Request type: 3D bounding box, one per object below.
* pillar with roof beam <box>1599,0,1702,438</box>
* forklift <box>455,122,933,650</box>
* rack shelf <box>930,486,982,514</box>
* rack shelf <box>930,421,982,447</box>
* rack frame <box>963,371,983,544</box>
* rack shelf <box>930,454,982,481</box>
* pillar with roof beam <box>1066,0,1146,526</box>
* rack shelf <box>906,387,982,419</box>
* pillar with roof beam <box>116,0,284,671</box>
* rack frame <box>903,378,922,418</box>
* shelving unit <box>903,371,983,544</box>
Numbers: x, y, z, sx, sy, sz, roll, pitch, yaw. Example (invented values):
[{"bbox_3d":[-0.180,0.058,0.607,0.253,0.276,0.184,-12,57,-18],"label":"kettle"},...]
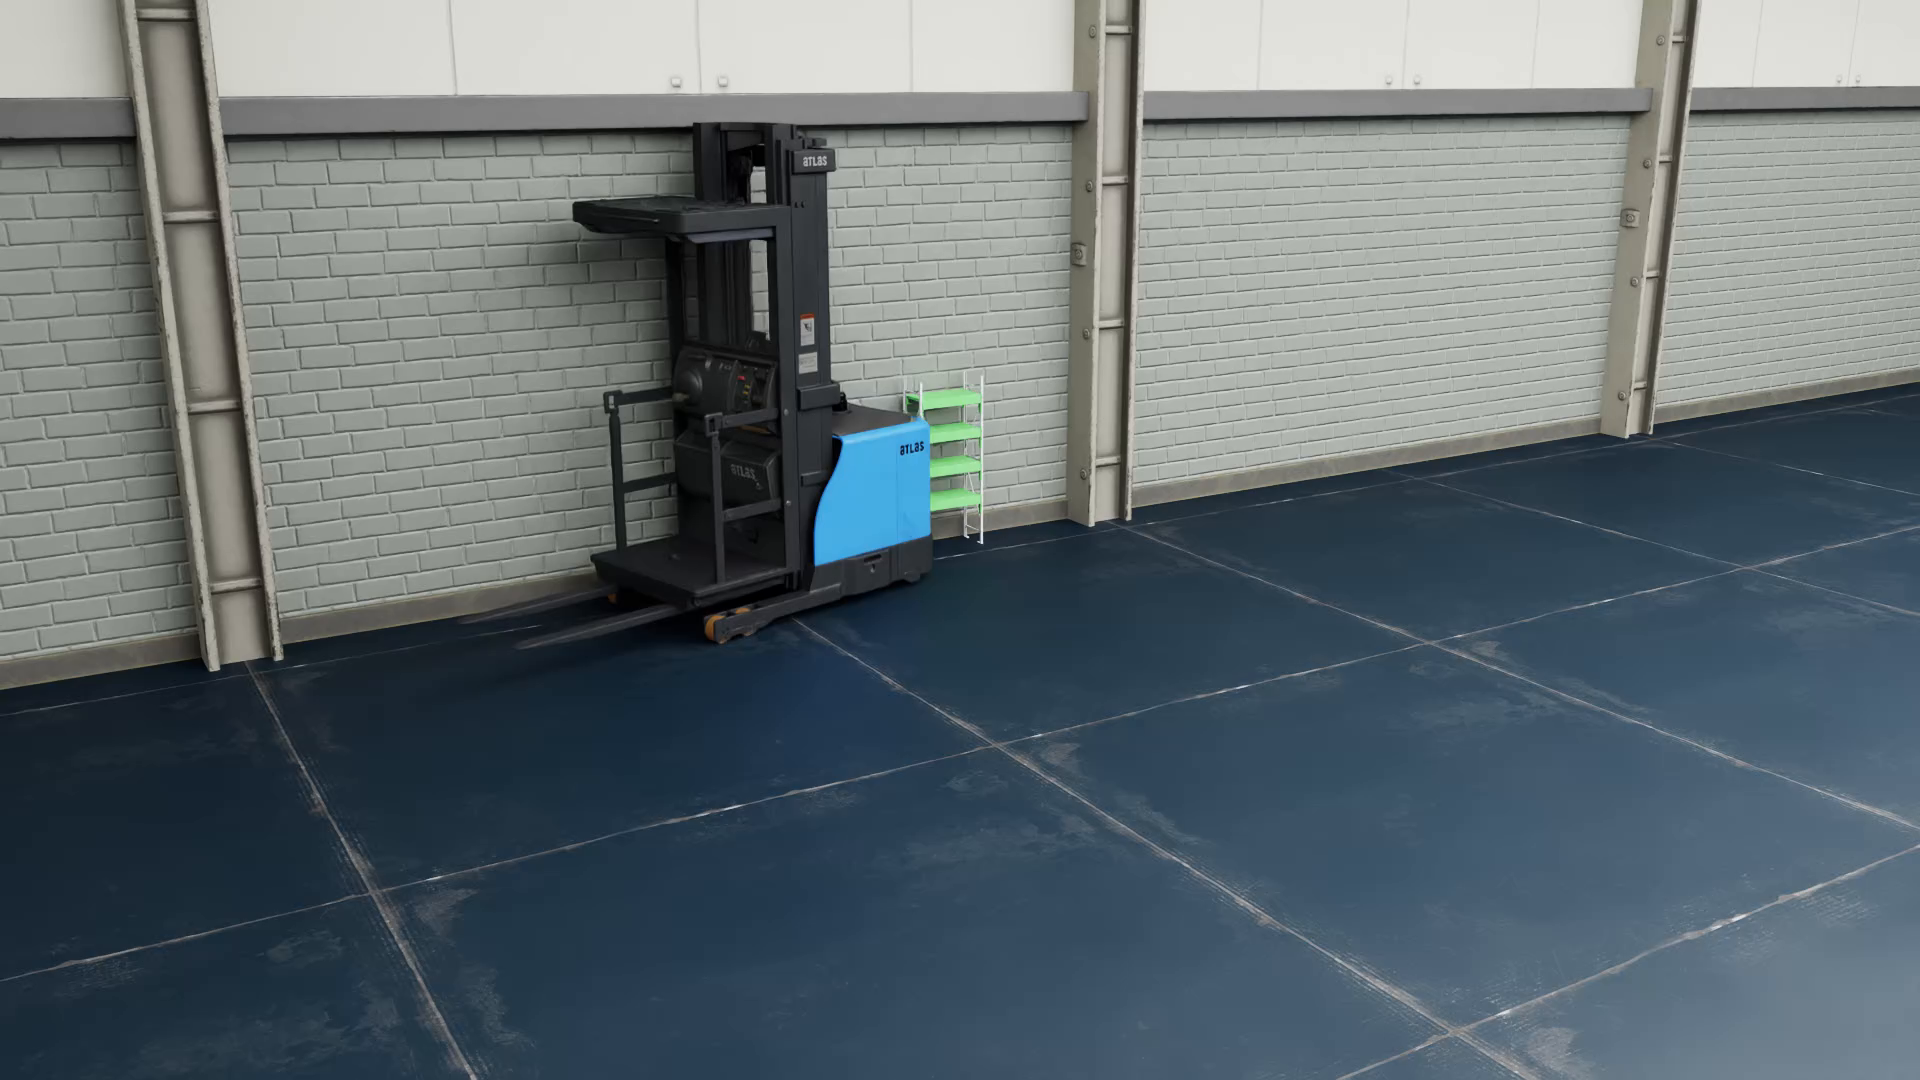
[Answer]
[{"bbox_3d":[8.400,-4.333,10.695,0.400,9.000,9.100,-9,18,-30],"label":"pillar with roof beam"},{"bbox_3d":[-1.568,-0.961,9.909,1.130,2.935,3.031,15,21,42],"label":"forklift"},{"bbox_3d":[-0.115,-0.251,11.707,0.480,0.148,0.258,-9,18,-30],"label":"rack shelf"},{"bbox_3d":[-0.116,-0.714,11.579,0.480,0.148,0.258,-9,18,-30],"label":"rack shelf"},{"bbox_3d":[0.092,-0.579,11.749,0.015,1.200,0.240,-9,18,-30],"label":"rack frame"},{"bbox_3d":[-0.116,-0.483,11.643,0.480,0.148,0.258,-9,18,-30],"label":"rack shelf"},{"bbox_3d":[3.257,-3.499,7.720,0.400,9.000,9.100,-9,18,-30],"label":"pillar with roof beam"},{"bbox_3d":[-0.117,-0.945,11.515,0.480,0.148,0.258,-9,18,-30],"label":"rack shelf"},{"bbox_3d":[-1.887,-2.665,4.744,0.400,9.000,9.100,-9,18,-30],"label":"pillar with roof beam"},{"bbox_3d":[-0.324,-0.510,11.503,0.015,1.200,0.240,-9,18,-30],"label":"rack frame"},{"bbox_3d":[-0.116,-0.544,11.626,0.503,1.200,0.258,-9,18,-30],"label":"shelving unit"}]
